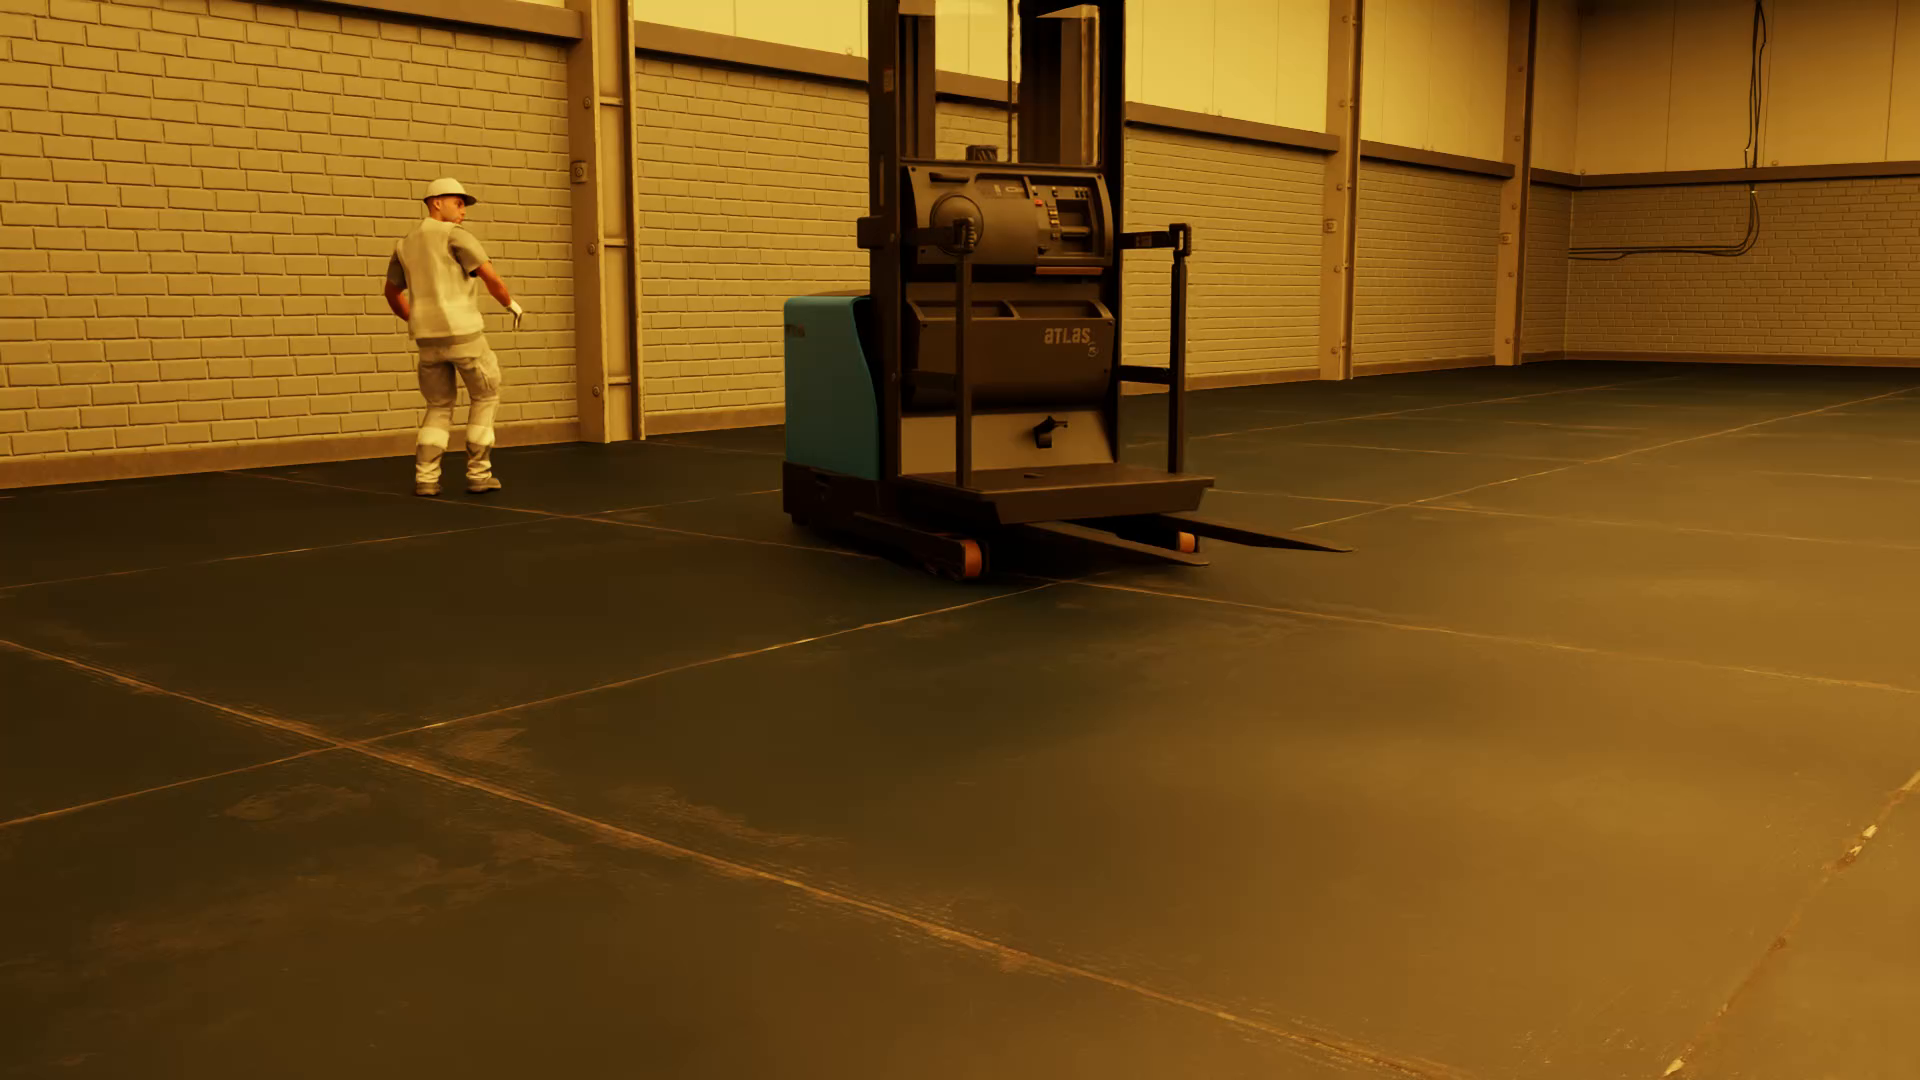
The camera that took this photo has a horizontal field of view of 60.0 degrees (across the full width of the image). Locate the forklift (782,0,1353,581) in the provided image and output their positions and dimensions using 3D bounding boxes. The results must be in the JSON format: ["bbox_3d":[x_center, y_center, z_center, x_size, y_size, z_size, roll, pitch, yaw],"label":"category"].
[{"bbox_3d":[0.318,-1.366,6.620,1.130,2.935,3.031,-5,9,-28],"label":"forklift"}]

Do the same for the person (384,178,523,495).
[{"bbox_3d":[-2.776,-1.100,9.093,0.776,1.727,0.576,3,9,17],"label":"person"}]
